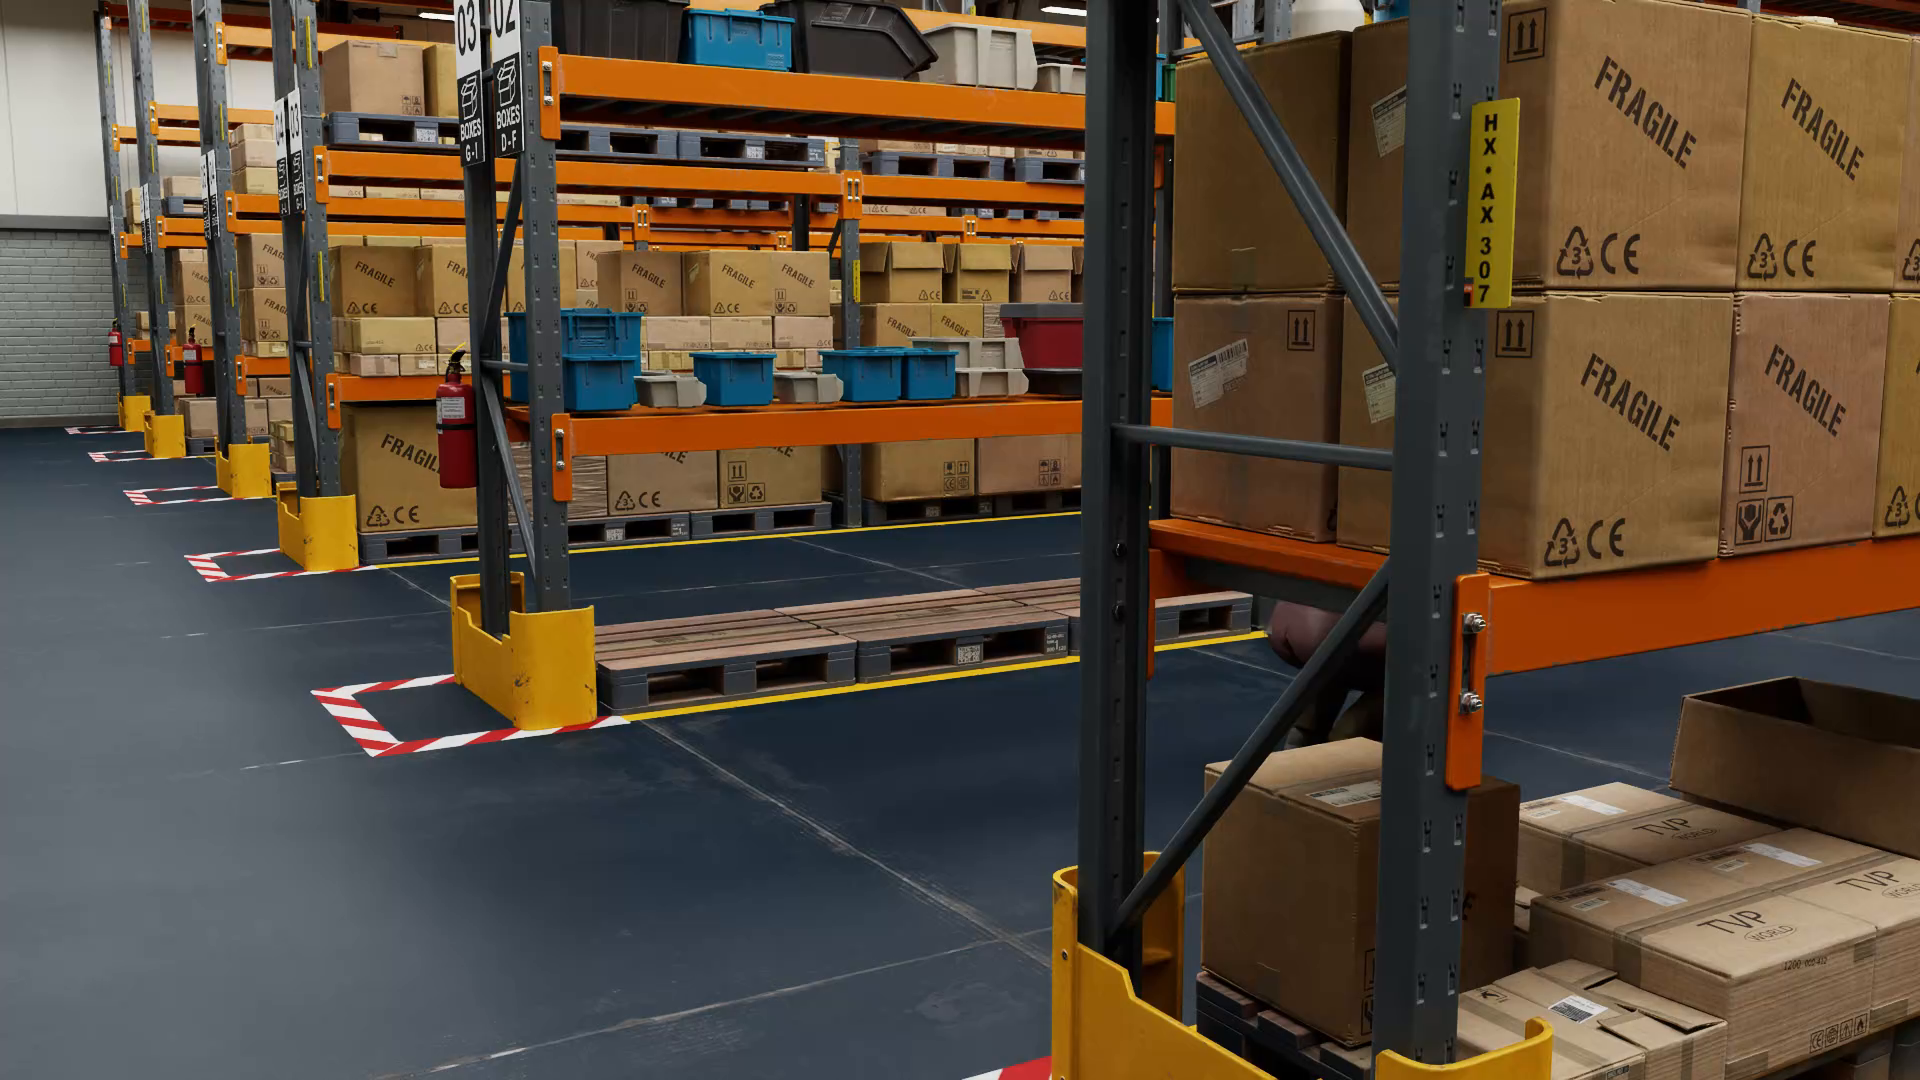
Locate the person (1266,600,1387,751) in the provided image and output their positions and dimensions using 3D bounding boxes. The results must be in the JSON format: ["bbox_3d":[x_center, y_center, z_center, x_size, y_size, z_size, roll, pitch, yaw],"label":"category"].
[{"bbox_3d":[1.611,0.377,6.633,0.904,0.960,0.609,-5,9,-31],"label":"person"}]
